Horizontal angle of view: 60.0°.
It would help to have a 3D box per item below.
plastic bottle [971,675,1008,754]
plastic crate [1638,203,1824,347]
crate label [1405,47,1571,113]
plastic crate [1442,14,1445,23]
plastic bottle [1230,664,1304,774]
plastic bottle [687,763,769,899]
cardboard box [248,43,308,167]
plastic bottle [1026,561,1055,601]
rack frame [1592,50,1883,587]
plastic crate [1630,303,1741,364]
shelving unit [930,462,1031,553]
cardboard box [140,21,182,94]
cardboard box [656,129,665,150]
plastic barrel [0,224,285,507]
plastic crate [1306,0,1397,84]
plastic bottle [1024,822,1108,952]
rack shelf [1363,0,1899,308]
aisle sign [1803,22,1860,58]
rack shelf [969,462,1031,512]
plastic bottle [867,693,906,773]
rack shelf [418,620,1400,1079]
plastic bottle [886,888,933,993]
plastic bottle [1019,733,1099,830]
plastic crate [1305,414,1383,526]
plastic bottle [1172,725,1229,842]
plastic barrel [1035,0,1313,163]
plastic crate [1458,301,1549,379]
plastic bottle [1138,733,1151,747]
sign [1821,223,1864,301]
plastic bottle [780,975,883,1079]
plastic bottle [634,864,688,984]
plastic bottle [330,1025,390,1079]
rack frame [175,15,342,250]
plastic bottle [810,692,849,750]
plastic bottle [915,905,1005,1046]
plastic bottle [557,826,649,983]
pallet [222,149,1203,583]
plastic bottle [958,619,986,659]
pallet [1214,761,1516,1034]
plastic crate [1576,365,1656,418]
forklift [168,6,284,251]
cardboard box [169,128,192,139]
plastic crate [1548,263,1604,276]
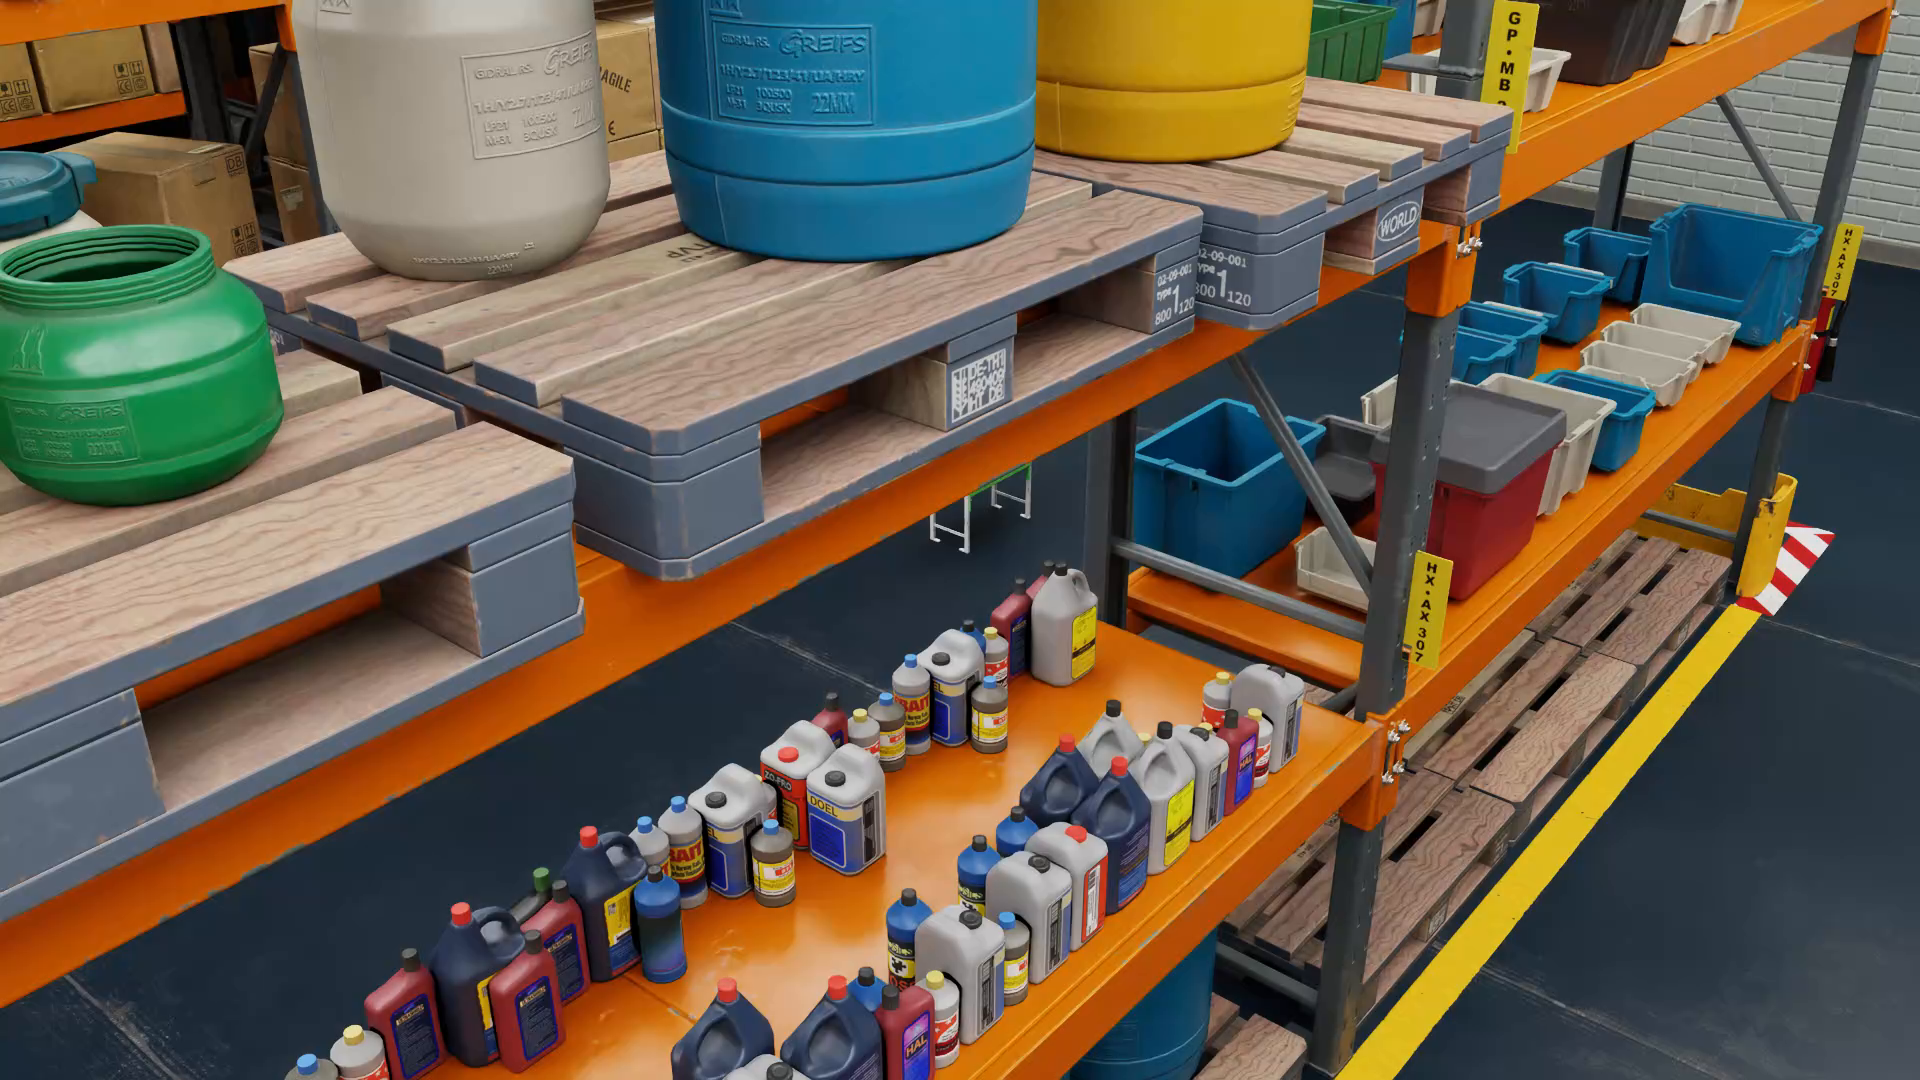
[{"bbox_3d":[0.077,0.448,4.336,0.097,0.201,0.097,0,27,0],"label":"plastic bottle"},{"bbox_3d":[3.266,-1.140,7.086,0.616,0.435,0.499,21,34,34],"label":"plastic crate"},{"bbox_3d":[1.325,-1.157,4.244,0.293,0.136,0.466,21,34,34],"label":"crate label"},{"bbox_3d":[1.687,-1.855,5.436,0.437,0.282,0.530,21,34,34],"label":"plastic crate"},{"bbox_3d":[0.789,0.436,4.277,0.152,0.276,0.135,21,34,34],"label":"plastic bottle"},{"bbox_3d":[-0.534,0.666,3.834,0.152,0.276,0.135,21,34,34],"label":"plastic bottle"},{"bbox_3d":[-2.907,-2.045,7.742,0.500,0.500,0.500,21,34,35],"label":"cardboard box"},{"bbox_3d":[0.228,0.204,4.718,0.061,0.283,0.133,21,34,34],"label":"plastic bottle"},{"bbox_3d":[3.335,-1.271,7.442,1.000,3.000,0.127,21,34,34],"label":"rack frame"},{"bbox_3d":[2.956,-0.839,6.828,0.396,0.136,0.243,21,34,34],"label":"plastic crate"},{"bbox_3d":[0.105,-0.592,8.088,0.258,1.200,0.503,21,34,34],"label":"shelving unit"},{"bbox_3d":[-5.573,-3.587,11.593,0.980,0.700,0.700,19,33,32],"label":"cardboard box"},{"bbox_3d":[-1.529,-1.987,8.718,0.500,0.500,0.500,20,34,34],"label":"cardboard box"},{"bbox_3d":[-0.902,-0.193,1.806,0.294,0.245,0.294,0,27,0],"label":"plastic barrel"},{"bbox_3d":[0.827,-1.330,4.522,0.450,0.188,0.662,21,34,34],"label":"plastic crate"},{"bbox_3d":[0.236,0.745,3.681,0.152,0.276,0.135,21,34,34],"label":"plastic bottle"},{"bbox_3d":[2.063,-1.575,5.548,1.077,0.370,4.000,21,34,34],"label":"rack shelf"},{"bbox_3d":[3.607,-2.366,6.729,0.394,0.787,0.004,21,34,34],"label":"aisle sign"},{"bbox_3d":[0.105,-0.322,8.227,0.258,0.148,0.480,21,34,34],"label":"rack shelf"},{"bbox_3d":[-0.188,0.486,4.263,0.097,0.201,0.097,0,27,0],"label":"plastic bottle"},{"bbox_3d":[-0.482,1.176,3.496,1.077,0.370,4.000,21,34,34],"label":"rack shelf"},{"bbox_3d":[-0.105,0.847,3.488,0.097,0.271,0.097,0,27,0],"label":"plastic bottle"},{"bbox_3d":[0.229,0.614,3.852,0.144,0.351,0.185,21,34,34],"label":"plastic bottle"},{"bbox_3d":[1.295,-0.233,5.669,0.437,0.125,0.590,21,34,34],"label":"plastic crate"},{"bbox_3d":[0.557,0.566,4.026,0.152,0.276,0.135,21,34,34],"label":"plastic bottle"},{"bbox_3d":[0.367,-1.072,3.132,0.600,0.588,0.600,0,27,0],"label":"plastic barrel"},{"bbox_3d":[2.086,-0.765,6.582,0.416,0.233,0.300,21,34,34],"label":"plastic crate"},{"bbox_3d":[0.449,0.569,4.101,0.097,0.201,0.097,0,27,0],"label":"plastic bottle"},{"bbox_3d":[3.769,-1.189,7.105,0.100,0.325,0.005,21,34,34],"label":"sign"},{"bbox_3d":[-0.242,0.981,3.143,0.144,0.351,0.185,21,34,34],"label":"plastic bottle"},{"bbox_3d":[-0.642,0.812,3.556,0.097,0.271,0.097,0,27,0],"label":"plastic bottle"},{"bbox_3d":[-1.158,1.026,3.217,0.097,0.201,0.097,0,27,0],"label":"plastic bottle"},{"bbox_3d":[-3.029,-1.302,7.502,1.000,3.000,0.127,21,34,34],"label":"rack frame"},{"bbox_3d":[-0.337,0.519,4.109,0.061,0.283,0.133,21,34,34],"label":"plastic bottle"},{"bbox_3d":[0.003,0.875,3.430,0.152,0.276,0.135,21,34,34],"label":"plastic bottle"},{"bbox_3d":[-0.763,0.757,3.576,0.144,0.351,0.185,21,34,34],"label":"plastic bottle"},{"bbox_3d":[-0.352,-0.392,2.684,1.003,0.211,1.213,21,34,34],"label":"pallet"},{"bbox_3d":[0.022,0.338,4.473,0.097,0.271,0.097,0,27,0],"label":"plastic bottle"},{"bbox_3d":[1.228,1.114,5.868,1.003,0.211,1.213,21,34,34],"label":"pallet"},{"bbox_3d":[2.428,-0.524,6.220,0.298,0.136,0.250,21,34,34],"label":"plastic crate"},{"bbox_3d":[-4.324,-2.284,9.475,1.130,2.935,3.031,21,34,35],"label":"forklift"},{"bbox_3d":[-5.558,-2.906,12.161,0.380,0.149,0.250,21,34,35],"label":"cardboard box"},{"bbox_3d":[2.656,-1.100,7.333,0.250,0.136,0.298,21,34,34],"label":"plastic crate"}]
